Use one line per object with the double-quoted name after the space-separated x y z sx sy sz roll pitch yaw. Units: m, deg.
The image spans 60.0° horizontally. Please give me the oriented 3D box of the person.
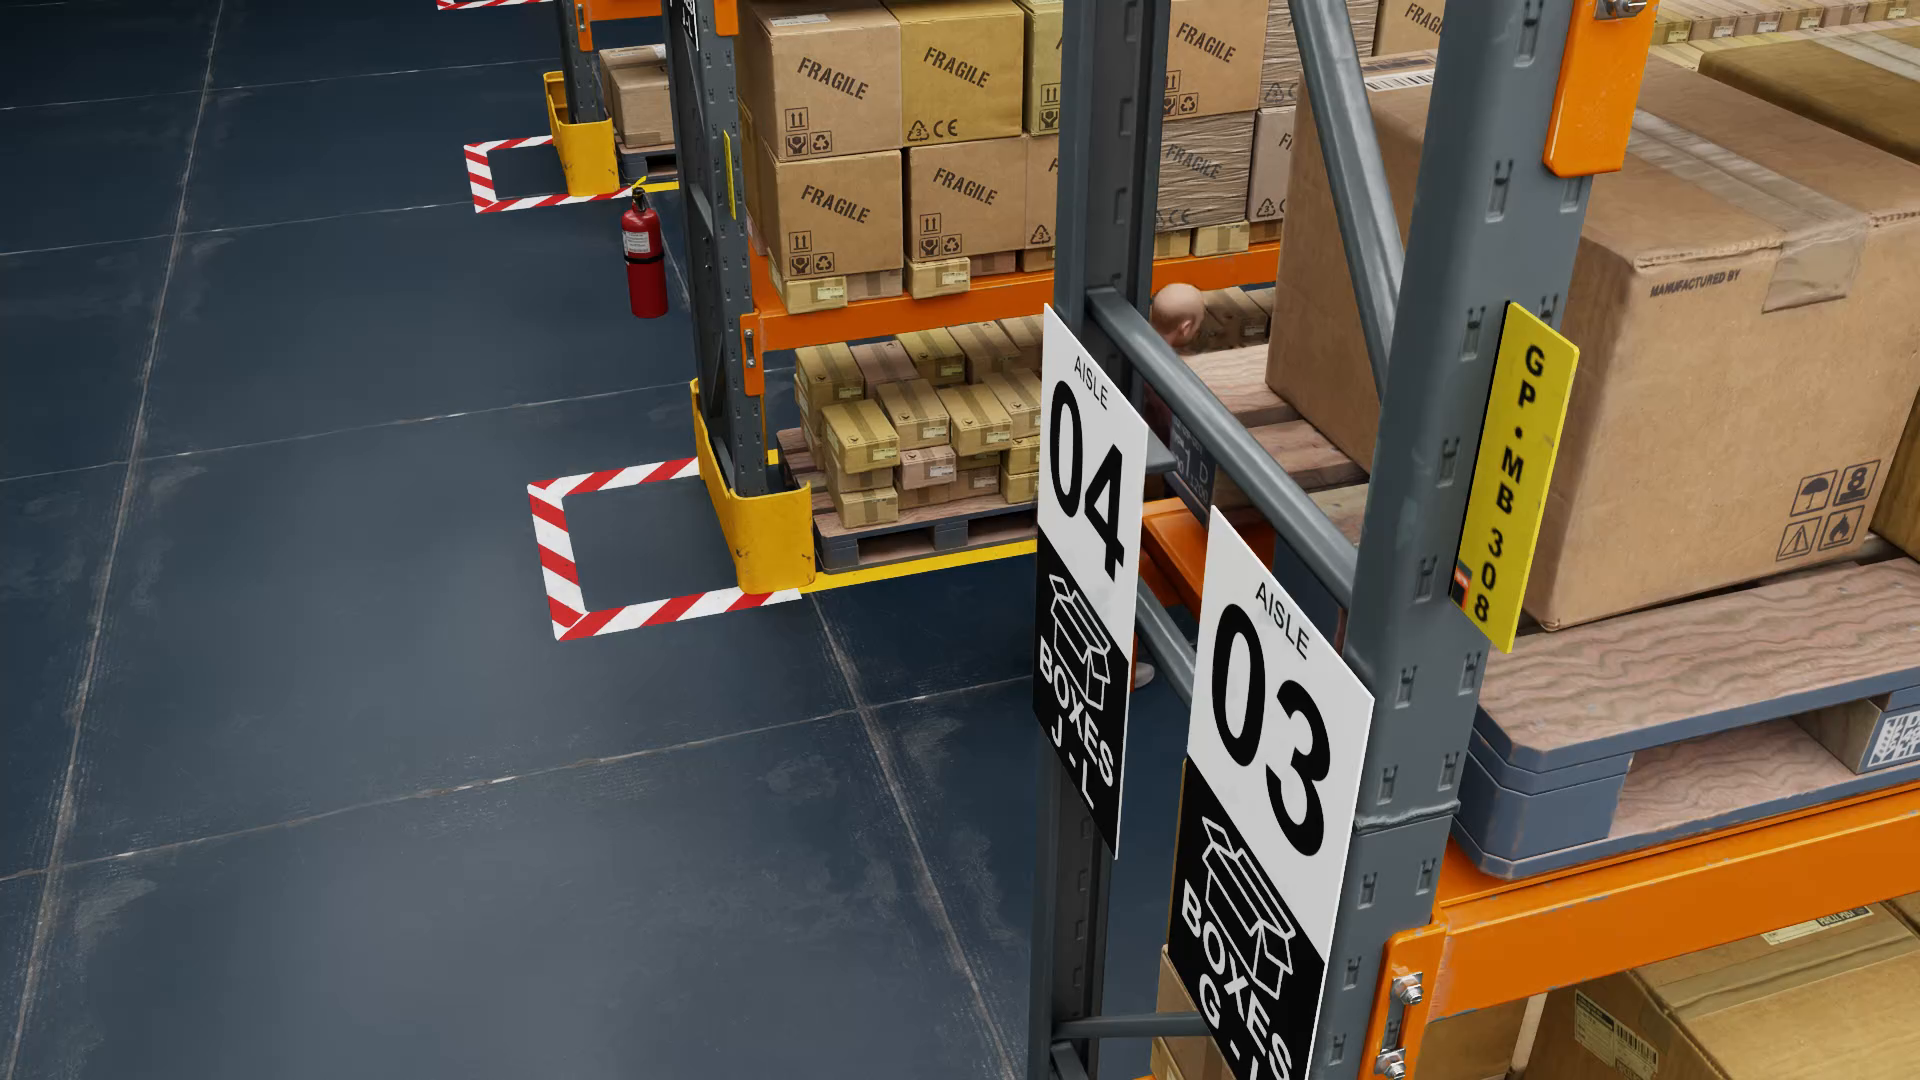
0.662 -0.185 6.521 0.638 1.689 0.536 -14 36 -20 "person"
